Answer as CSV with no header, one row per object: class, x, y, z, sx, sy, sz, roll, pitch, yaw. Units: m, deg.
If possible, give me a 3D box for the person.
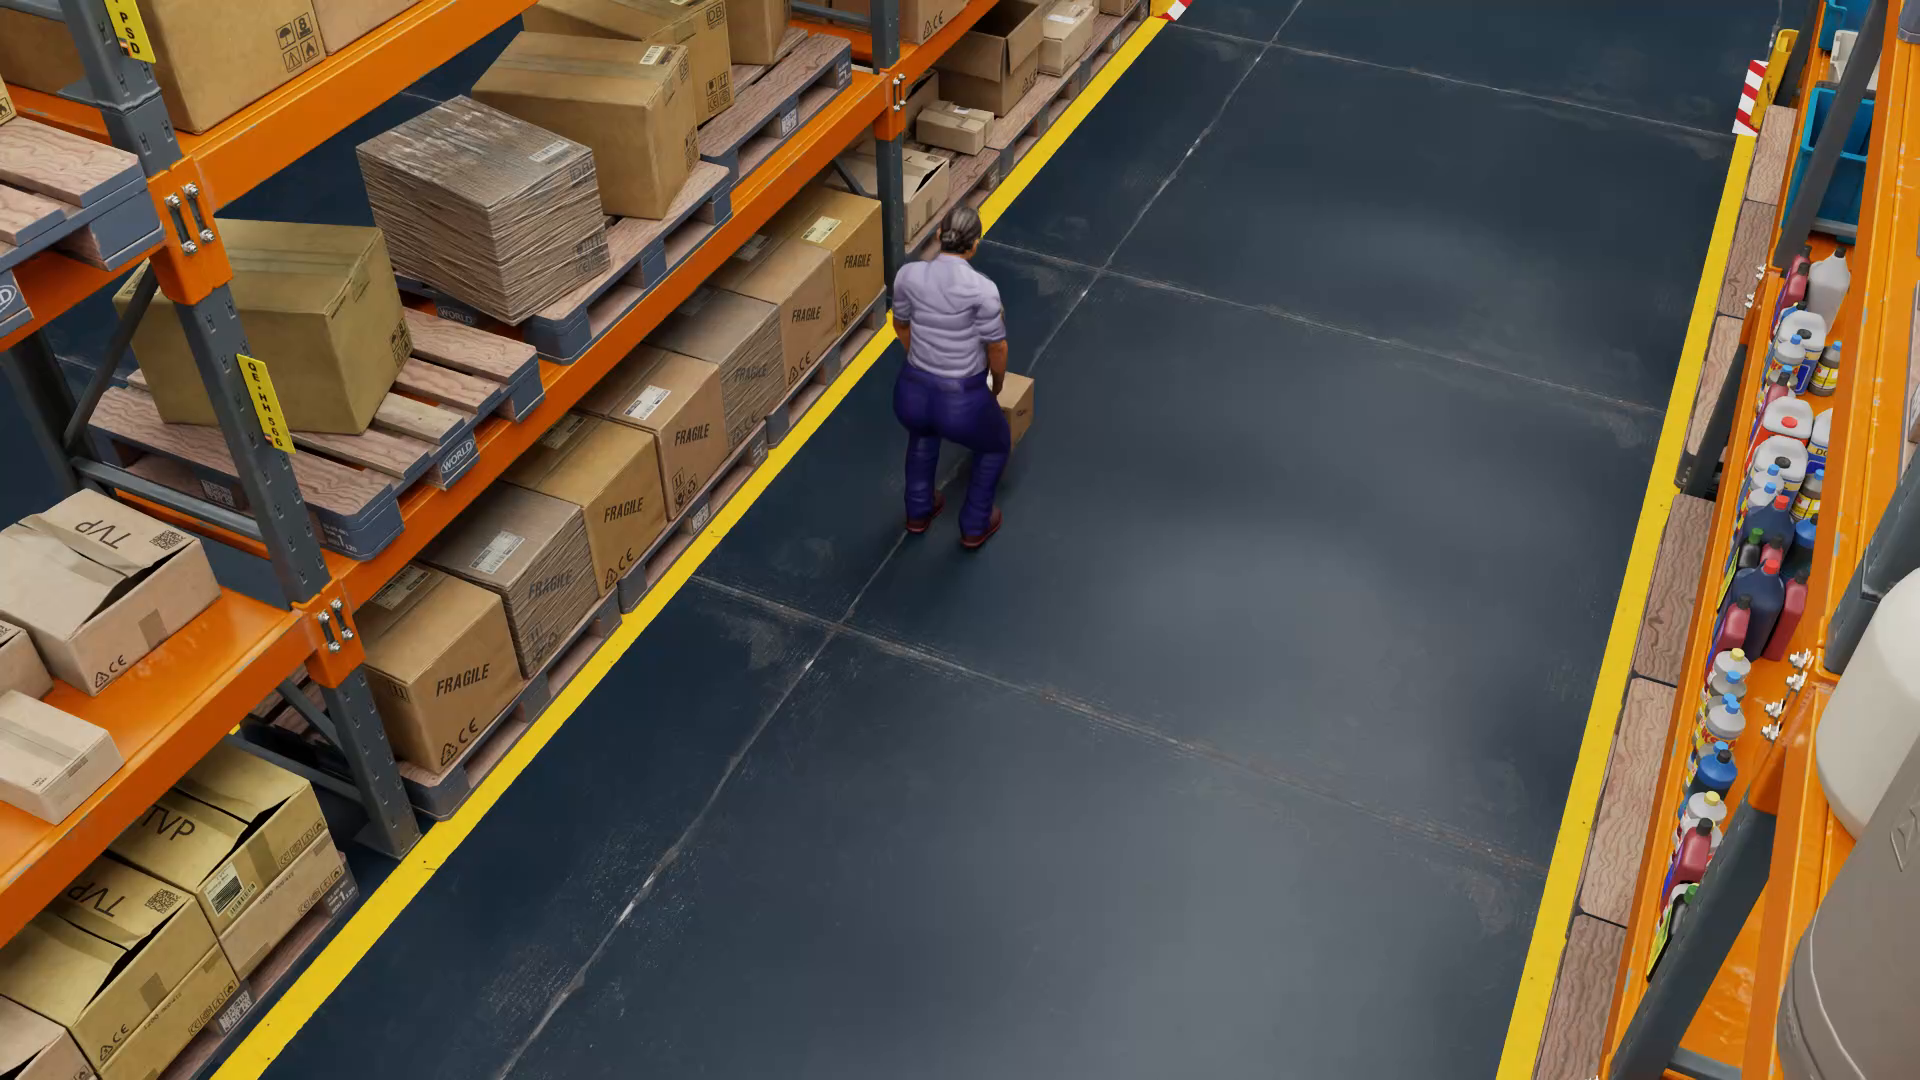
person,-0.063,-0.638,6.982,0.519,1.517,0.507,18,45,19
